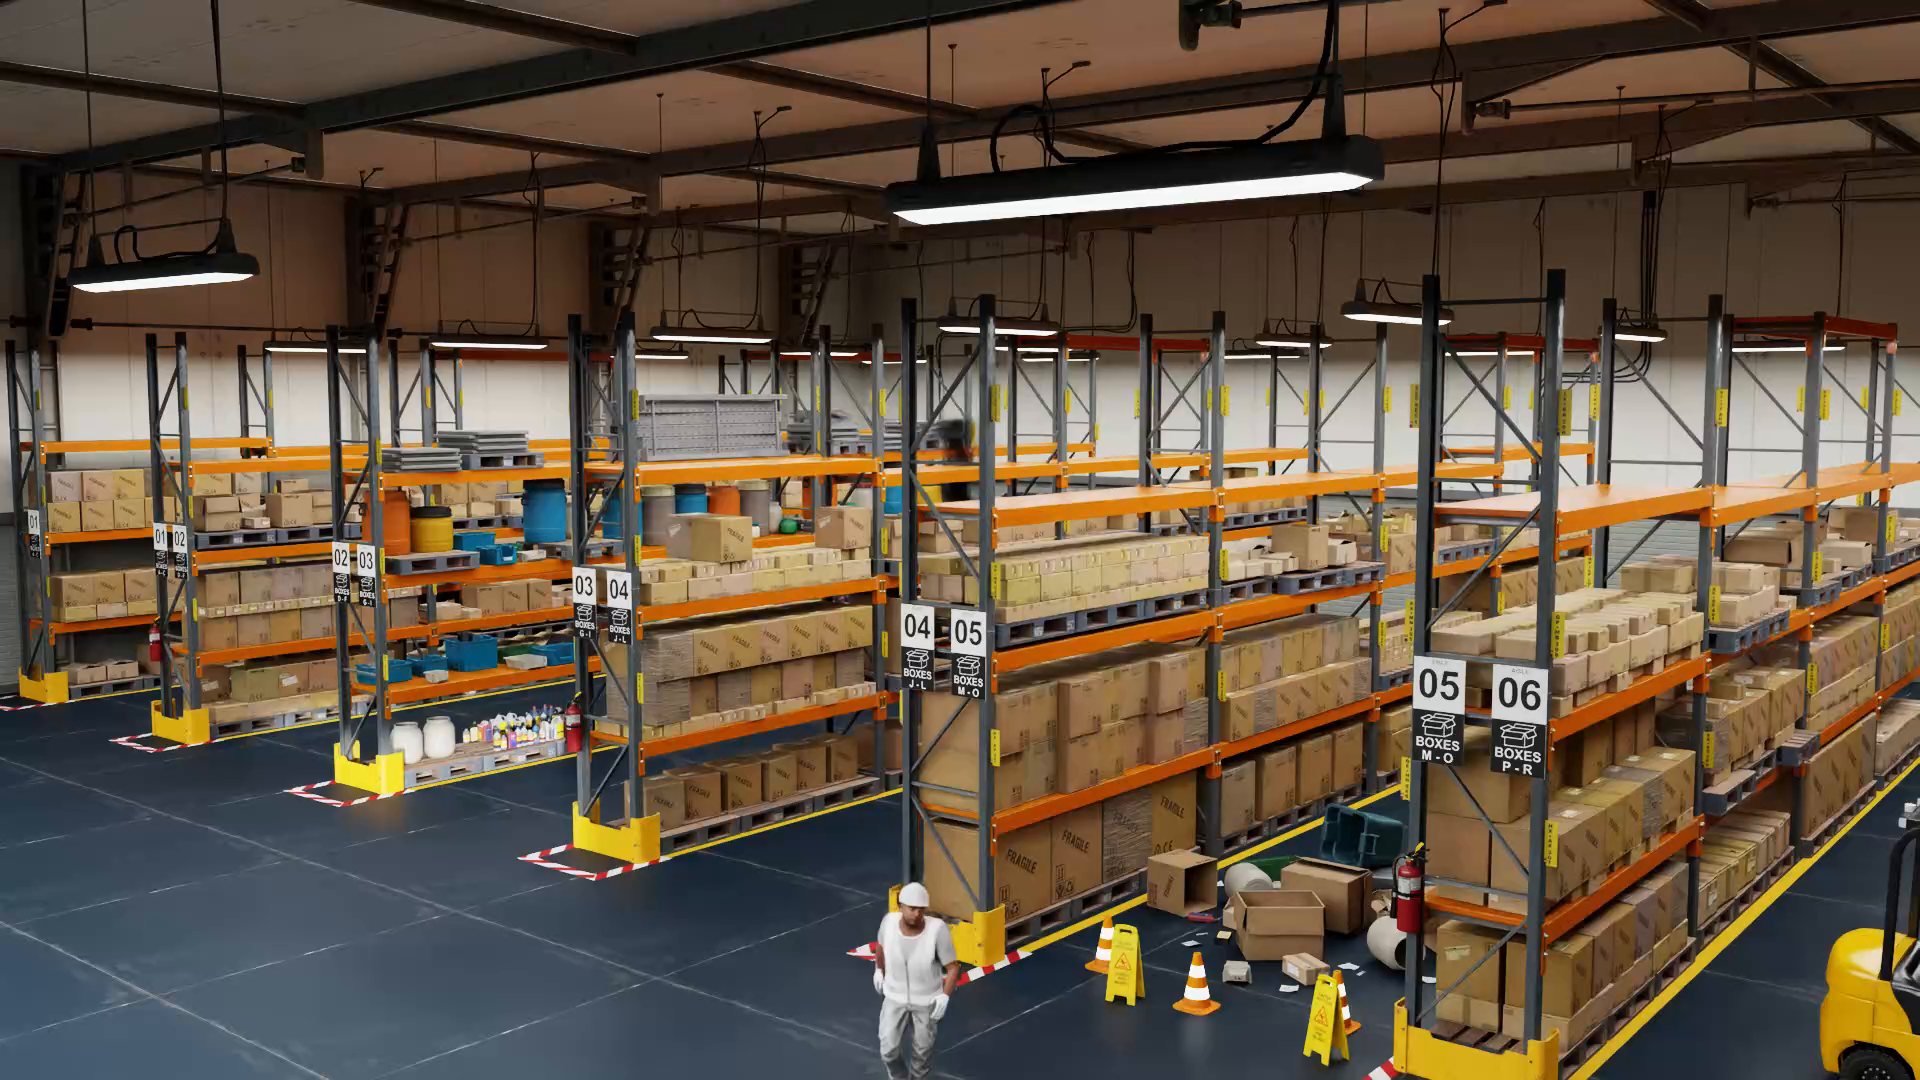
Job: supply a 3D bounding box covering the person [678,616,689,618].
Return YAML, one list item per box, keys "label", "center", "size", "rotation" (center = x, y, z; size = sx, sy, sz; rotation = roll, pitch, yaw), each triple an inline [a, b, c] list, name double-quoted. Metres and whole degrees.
- label: "person"
  center: [-4.960, 1.752, 28.543]
  size: [0.611, 1.790, 0.855]
  rotation: [4, 7, 39]

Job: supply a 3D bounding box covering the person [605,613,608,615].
- label: "person"
  center: [-7.293, 1.107, 35.200]
  size: [0.649, 1.783, 0.698]
  rotation: [3, 6, 27]

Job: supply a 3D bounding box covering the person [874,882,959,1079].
- label: "person"
  center: [-0.334, 3.236, 11.677]
  size: [0.673, 1.724, 0.801]
  rotation: [1, 5, 7]
